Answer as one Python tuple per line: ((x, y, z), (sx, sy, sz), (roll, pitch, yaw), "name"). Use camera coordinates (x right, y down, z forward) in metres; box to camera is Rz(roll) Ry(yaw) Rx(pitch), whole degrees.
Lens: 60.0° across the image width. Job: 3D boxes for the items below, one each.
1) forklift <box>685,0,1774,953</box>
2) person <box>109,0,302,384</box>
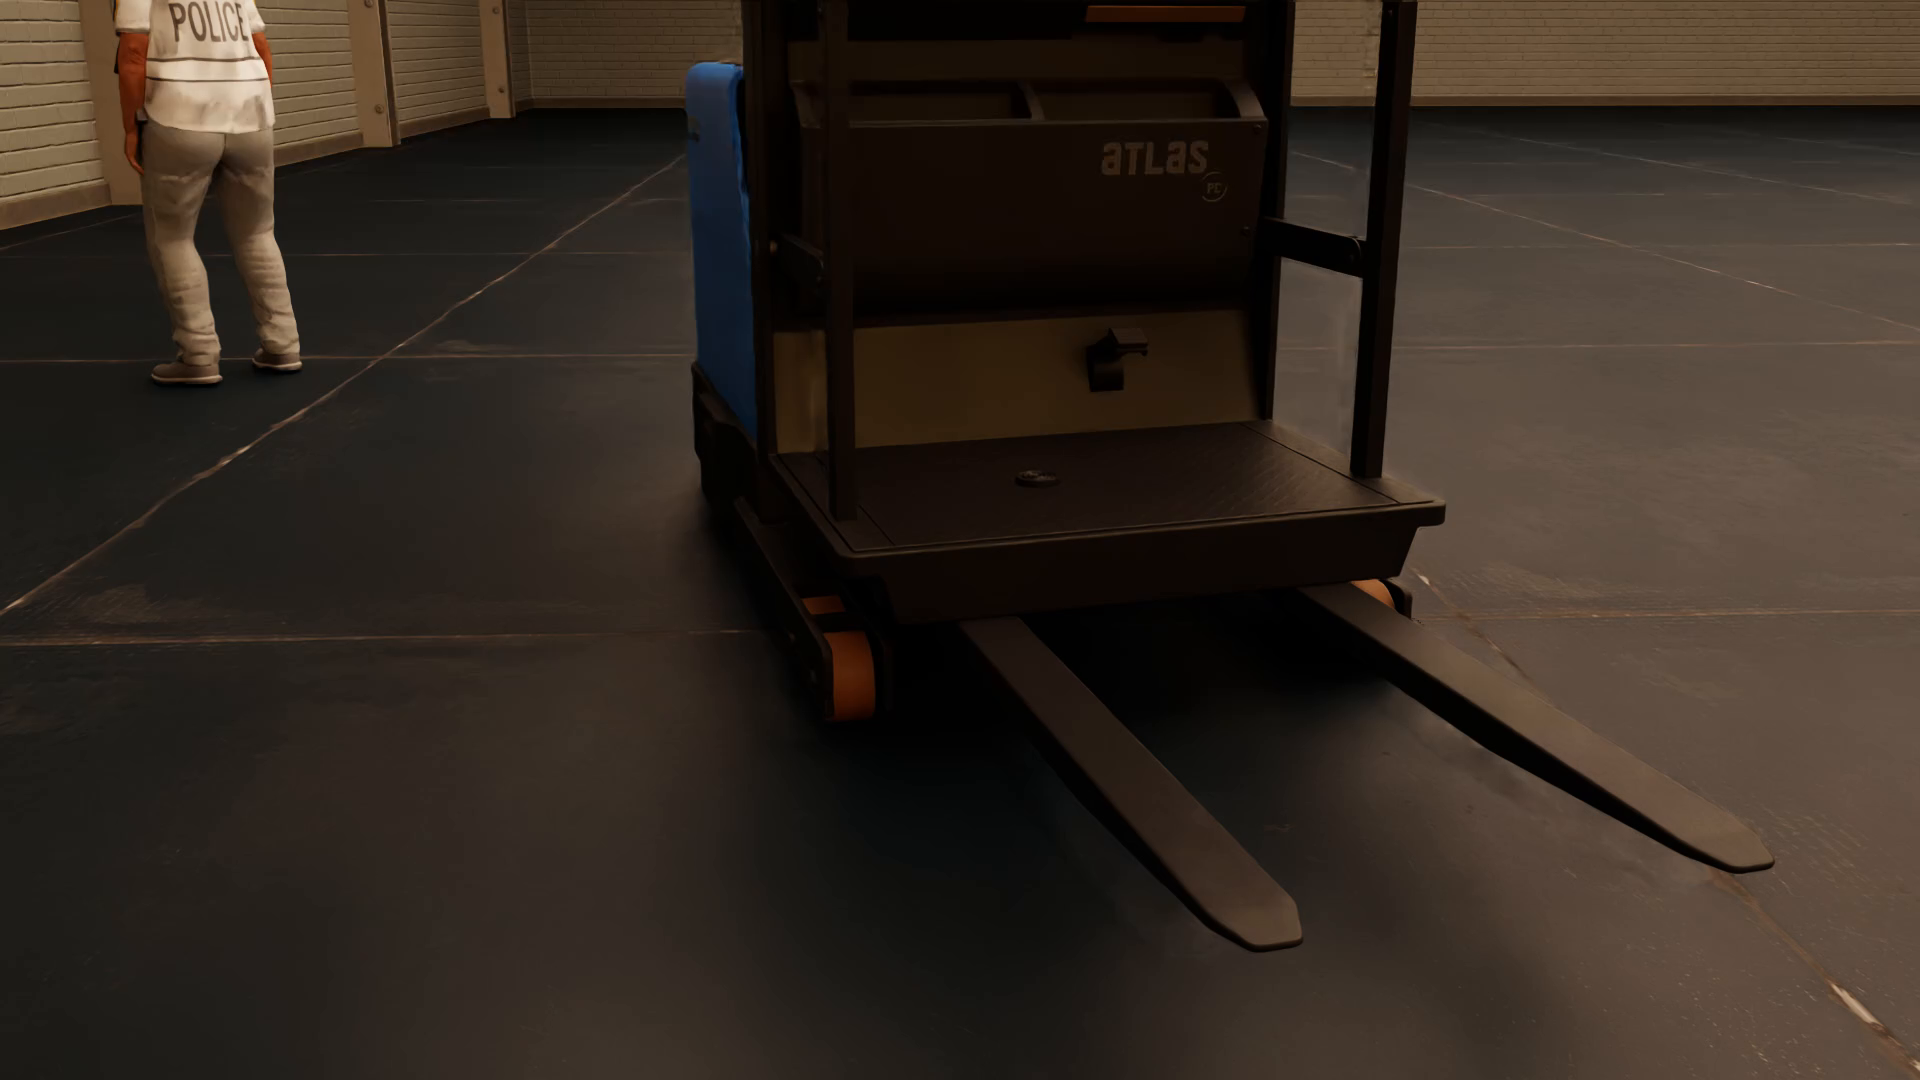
((0.201, -1.211, 2.865), (1.130, 2.935, 3.031), (-5, 18, -16), "forklift")
((-2.533, -1.362, 5.532), (0.466, 1.667, 0.535), (13, 21, 35), "person")
